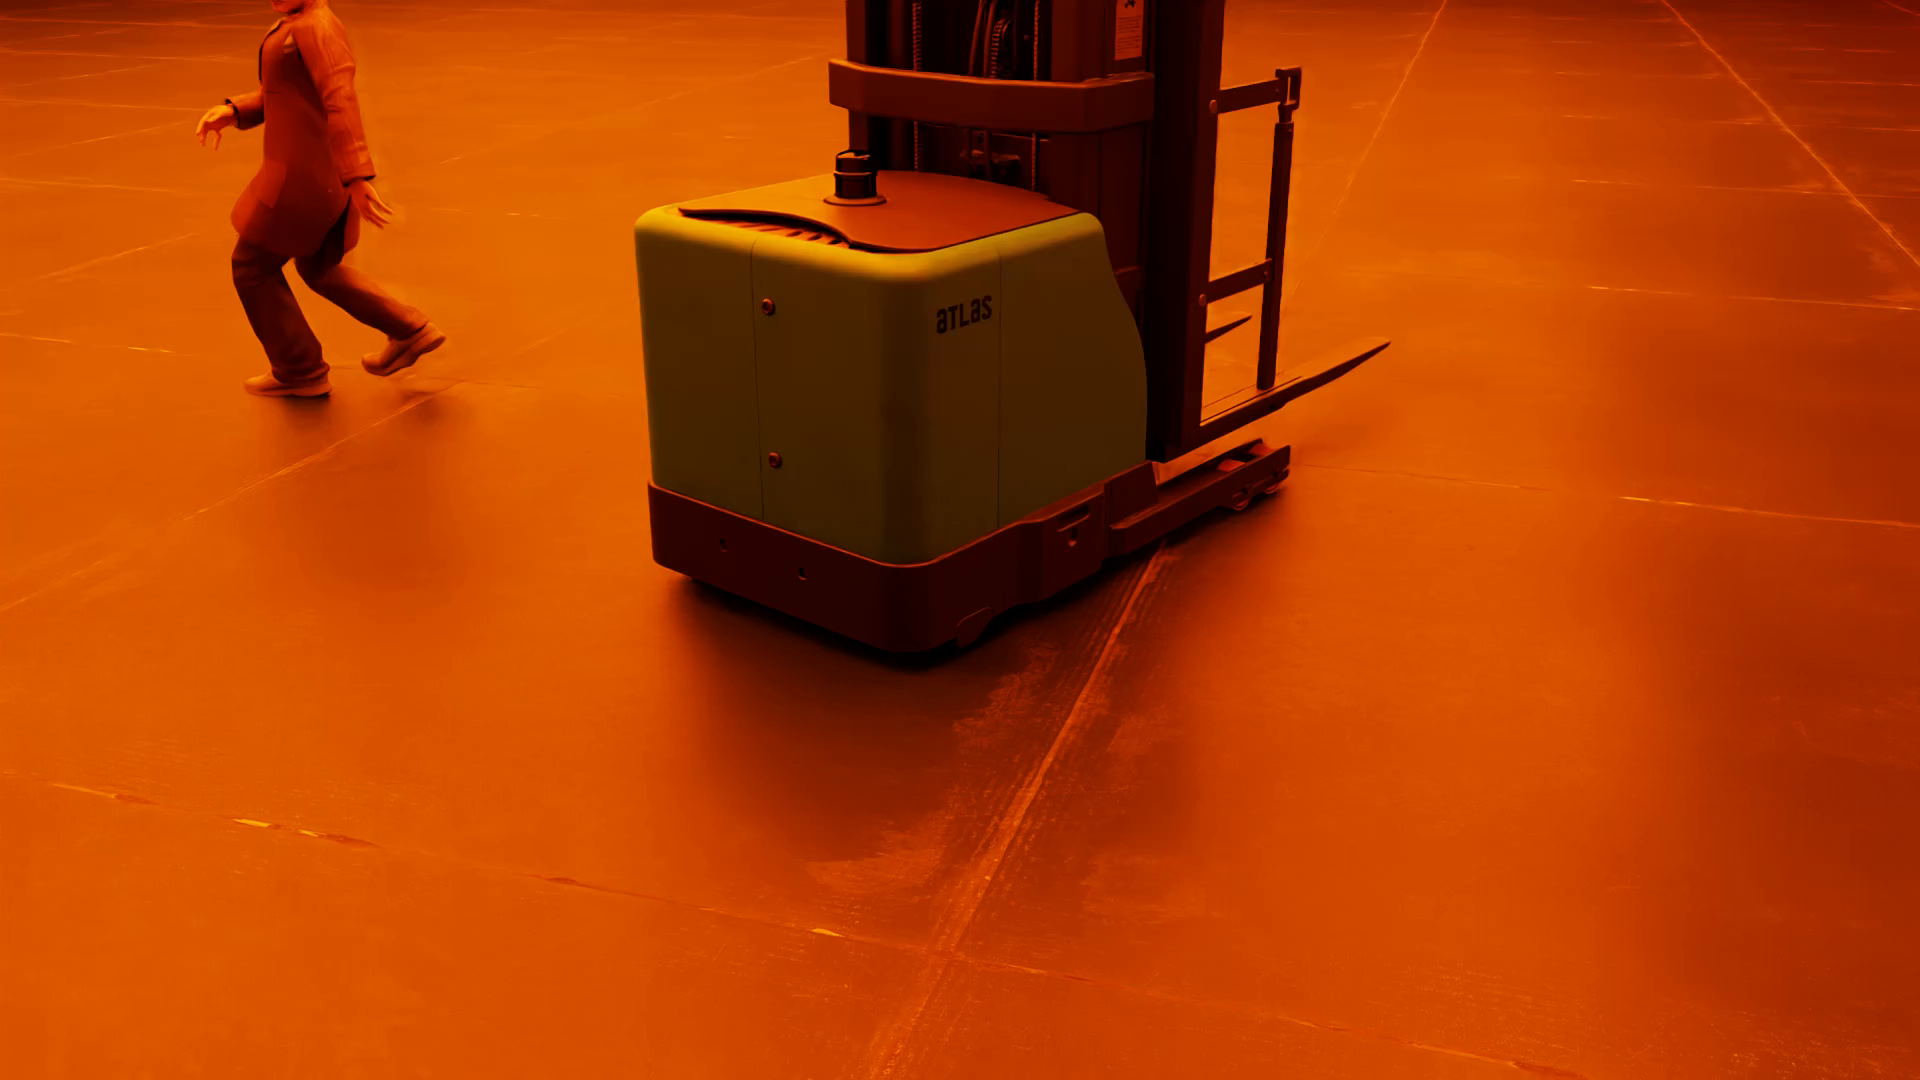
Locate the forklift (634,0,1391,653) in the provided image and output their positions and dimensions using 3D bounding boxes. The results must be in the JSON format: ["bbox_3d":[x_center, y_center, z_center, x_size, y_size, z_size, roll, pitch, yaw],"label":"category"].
[{"bbox_3d":[0.437,-1.556,5.049,1.130,2.935,3.031,18,28,36],"label":"forklift"}]

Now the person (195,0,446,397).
[{"bbox_3d":[-2.408,-1.321,6.169,0.823,1.663,0.668,2,23,5],"label":"person"}]
